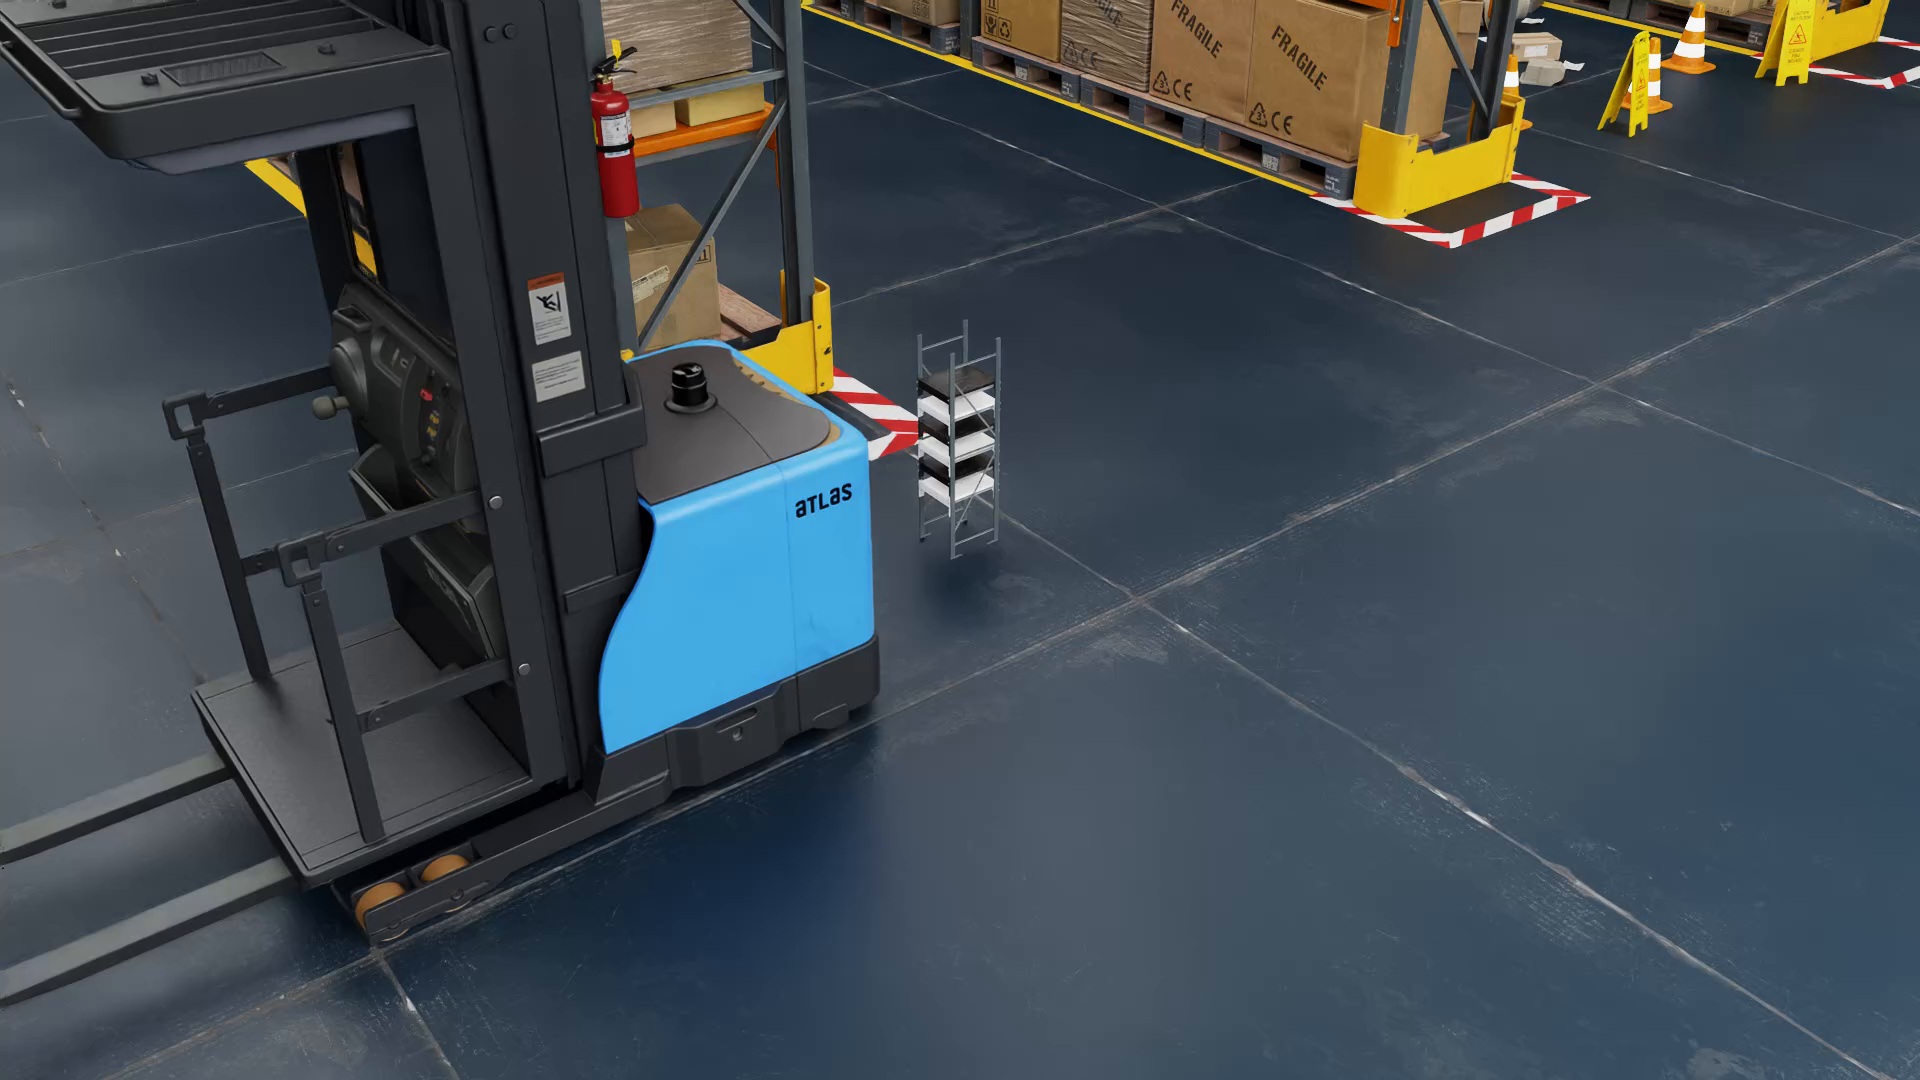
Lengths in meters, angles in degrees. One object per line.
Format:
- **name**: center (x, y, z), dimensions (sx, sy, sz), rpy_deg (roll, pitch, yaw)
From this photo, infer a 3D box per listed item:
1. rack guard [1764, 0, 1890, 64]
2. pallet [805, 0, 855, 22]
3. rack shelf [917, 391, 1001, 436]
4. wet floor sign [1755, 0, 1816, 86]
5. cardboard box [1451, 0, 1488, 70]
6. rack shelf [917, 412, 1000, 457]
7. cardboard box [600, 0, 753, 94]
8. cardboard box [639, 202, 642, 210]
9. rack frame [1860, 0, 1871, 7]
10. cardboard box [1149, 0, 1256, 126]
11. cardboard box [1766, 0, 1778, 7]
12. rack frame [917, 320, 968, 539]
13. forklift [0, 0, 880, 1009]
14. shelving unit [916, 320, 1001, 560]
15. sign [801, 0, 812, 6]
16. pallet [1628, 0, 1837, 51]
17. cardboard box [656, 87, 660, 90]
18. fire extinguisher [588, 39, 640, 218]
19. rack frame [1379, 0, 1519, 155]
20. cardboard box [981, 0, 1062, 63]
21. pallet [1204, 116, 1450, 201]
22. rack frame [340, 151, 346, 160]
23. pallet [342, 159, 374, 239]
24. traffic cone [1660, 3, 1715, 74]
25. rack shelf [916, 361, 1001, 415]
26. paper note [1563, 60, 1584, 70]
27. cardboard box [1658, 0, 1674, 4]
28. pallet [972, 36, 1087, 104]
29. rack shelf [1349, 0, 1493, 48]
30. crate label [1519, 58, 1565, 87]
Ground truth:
- **rack guard**: center (6.685, -4.033, 12.770), dimensions (1.175, 0.500, 0.348), rpy_deg (-22, 38, -31)
- **pallet**: center (-0.854, -4.708, 14.130), dimensions (1.003, 0.211, 1.213), rpy_deg (-22, 38, -31)
- **rack shelf**: center (-0.005, -0.510, 6.441), dimensions (0.258, 0.077, 0.200), rpy_deg (-22, 38, -31)
- **wet floor sign**: center (6.003, -3.638, 11.995), dimensions (0.267, 0.644, 0.232), rpy_deg (-10, 33, -15)
- **cardboard box**: center (3.655, -3.916, 12.578), dimensions (0.637, 0.503, 0.797), rpy_deg (6, 32, 10)
- **rack shelf**: center (-0.005, -0.434, 6.488), dimensions (0.258, 0.077, 0.200), rpy_deg (-22, 38, -31)
- **cardboard box**: center (-1.412, -2.264, 7.175), dimensions (0.875, 0.500, 0.500), rpy_deg (-22, 38, -31)
- **cardboard box**: center (-1.859, -1.477, 8.256), dimensions (0.500, 0.500, 0.500), rpy_deg (-12, 34, -19)
- **rack frame**: center (6.732, -5.063, 12.059), dimensions (1.000, 3.000, 0.127), rpy_deg (-22, 38, -31)
- **cardboard box**: center (1.875, -3.323, 10.872), dimensions (0.875, 0.875, 0.875), rpy_deg (-23, 39, -32)
- **cardboard box**: center (6.456, -4.499, 13.359), dimensions (0.500, 0.250, 0.500), rpy_deg (-23, 38, -32)
- **rack frame**: center (-0.067, -0.428, 6.586), dimensions (0.240, 0.900, 0.006), rpy_deg (-22, 38, -31)
- **forklift**: center (-1.755, -0.391, 4.601), dimensions (3.031, 2.935, 1.130), rpy_deg (-22, 38, -31)
- **shelving unit**: center (-0.005, -0.386, 6.518), dimensions (0.258, 0.900, 0.210), rpy_deg (-22, 38, -31)
- **sign**: center (-0.668, -2.400, 6.951), dimensions (0.100, 0.325, 0.005), rpy_deg (-22, 38, -31)
- **pallet**: center (6.215, -4.260, 13.409), dimensions (1.003, 0.211, 1.213), rpy_deg (-22, 38, -31)
- **cardboard box**: center (-1.221, -2.057, 7.456), dimensions (0.380, 0.149, 0.250), rpy_deg (-22, 38, -31)
- **fire extinguisher**: center (-1.390, -1.627, 6.600), dimensions (0.296, 0.674, 0.183), rpy_deg (-22, 38, -31)
- **rack frame**: center (2.884, -3.420, 9.413), dimensions (1.000, 3.000, 0.127), rpy_deg (-22, 38, -31)
- **cardboard box**: center (0.761, -4.078, 12.088), dimensions (0.875, 0.875, 0.875), rpy_deg (-22, 38, -31)
- **pallet**: center (2.332, -2.543, 10.644), dimensions (1.003, 0.211, 1.213), rpy_deg (-22, 38, -31)
- **rack frame**: center (-3.549, -3.524, 9.581), dimensions (1.000, 3.000, 0.127), rpy_deg (-22, 38, -31)
- **pallet**: center (-3.109, -2.071, 9.884), dimensions (1.003, 0.211, 1.213), rpy_deg (-22, 38, -31)
- **traffic cone**: center (5.449, -3.747, 12.345), dimensions (0.336, 0.463, 0.334), rpy_deg (-22, 38, -31)
- **rack shelf**: center (-0.005, -0.587, 6.393), dimensions (0.258, 0.077, 0.200), rpy_deg (-22, 38, -31)
- **paper note**: center (4.580, -3.552, 12.440), dimensions (0.142, 0.019, 0.148), rpy_deg (18, 36, 27)
- **cardboard box**: center (5.712, -4.542, 13.428), dimensions (0.500, 0.250, 0.500), rpy_deg (-22, 38, -31)
- **pallet**: center (0.836, -3.560, 12.282), dimensions (1.003, 0.211, 1.213), rpy_deg (-22, 38, -31)
- **rack shelf**: center (1.657, -3.947, 10.945), dimensions (1.077, 0.370, 4.000), rpy_deg (-22, 38, -31)
- **crate label**: center (4.250, -3.416, 12.120), dimensions (0.298, 0.136, 0.250), rpy_deg (12, 34, 19)
